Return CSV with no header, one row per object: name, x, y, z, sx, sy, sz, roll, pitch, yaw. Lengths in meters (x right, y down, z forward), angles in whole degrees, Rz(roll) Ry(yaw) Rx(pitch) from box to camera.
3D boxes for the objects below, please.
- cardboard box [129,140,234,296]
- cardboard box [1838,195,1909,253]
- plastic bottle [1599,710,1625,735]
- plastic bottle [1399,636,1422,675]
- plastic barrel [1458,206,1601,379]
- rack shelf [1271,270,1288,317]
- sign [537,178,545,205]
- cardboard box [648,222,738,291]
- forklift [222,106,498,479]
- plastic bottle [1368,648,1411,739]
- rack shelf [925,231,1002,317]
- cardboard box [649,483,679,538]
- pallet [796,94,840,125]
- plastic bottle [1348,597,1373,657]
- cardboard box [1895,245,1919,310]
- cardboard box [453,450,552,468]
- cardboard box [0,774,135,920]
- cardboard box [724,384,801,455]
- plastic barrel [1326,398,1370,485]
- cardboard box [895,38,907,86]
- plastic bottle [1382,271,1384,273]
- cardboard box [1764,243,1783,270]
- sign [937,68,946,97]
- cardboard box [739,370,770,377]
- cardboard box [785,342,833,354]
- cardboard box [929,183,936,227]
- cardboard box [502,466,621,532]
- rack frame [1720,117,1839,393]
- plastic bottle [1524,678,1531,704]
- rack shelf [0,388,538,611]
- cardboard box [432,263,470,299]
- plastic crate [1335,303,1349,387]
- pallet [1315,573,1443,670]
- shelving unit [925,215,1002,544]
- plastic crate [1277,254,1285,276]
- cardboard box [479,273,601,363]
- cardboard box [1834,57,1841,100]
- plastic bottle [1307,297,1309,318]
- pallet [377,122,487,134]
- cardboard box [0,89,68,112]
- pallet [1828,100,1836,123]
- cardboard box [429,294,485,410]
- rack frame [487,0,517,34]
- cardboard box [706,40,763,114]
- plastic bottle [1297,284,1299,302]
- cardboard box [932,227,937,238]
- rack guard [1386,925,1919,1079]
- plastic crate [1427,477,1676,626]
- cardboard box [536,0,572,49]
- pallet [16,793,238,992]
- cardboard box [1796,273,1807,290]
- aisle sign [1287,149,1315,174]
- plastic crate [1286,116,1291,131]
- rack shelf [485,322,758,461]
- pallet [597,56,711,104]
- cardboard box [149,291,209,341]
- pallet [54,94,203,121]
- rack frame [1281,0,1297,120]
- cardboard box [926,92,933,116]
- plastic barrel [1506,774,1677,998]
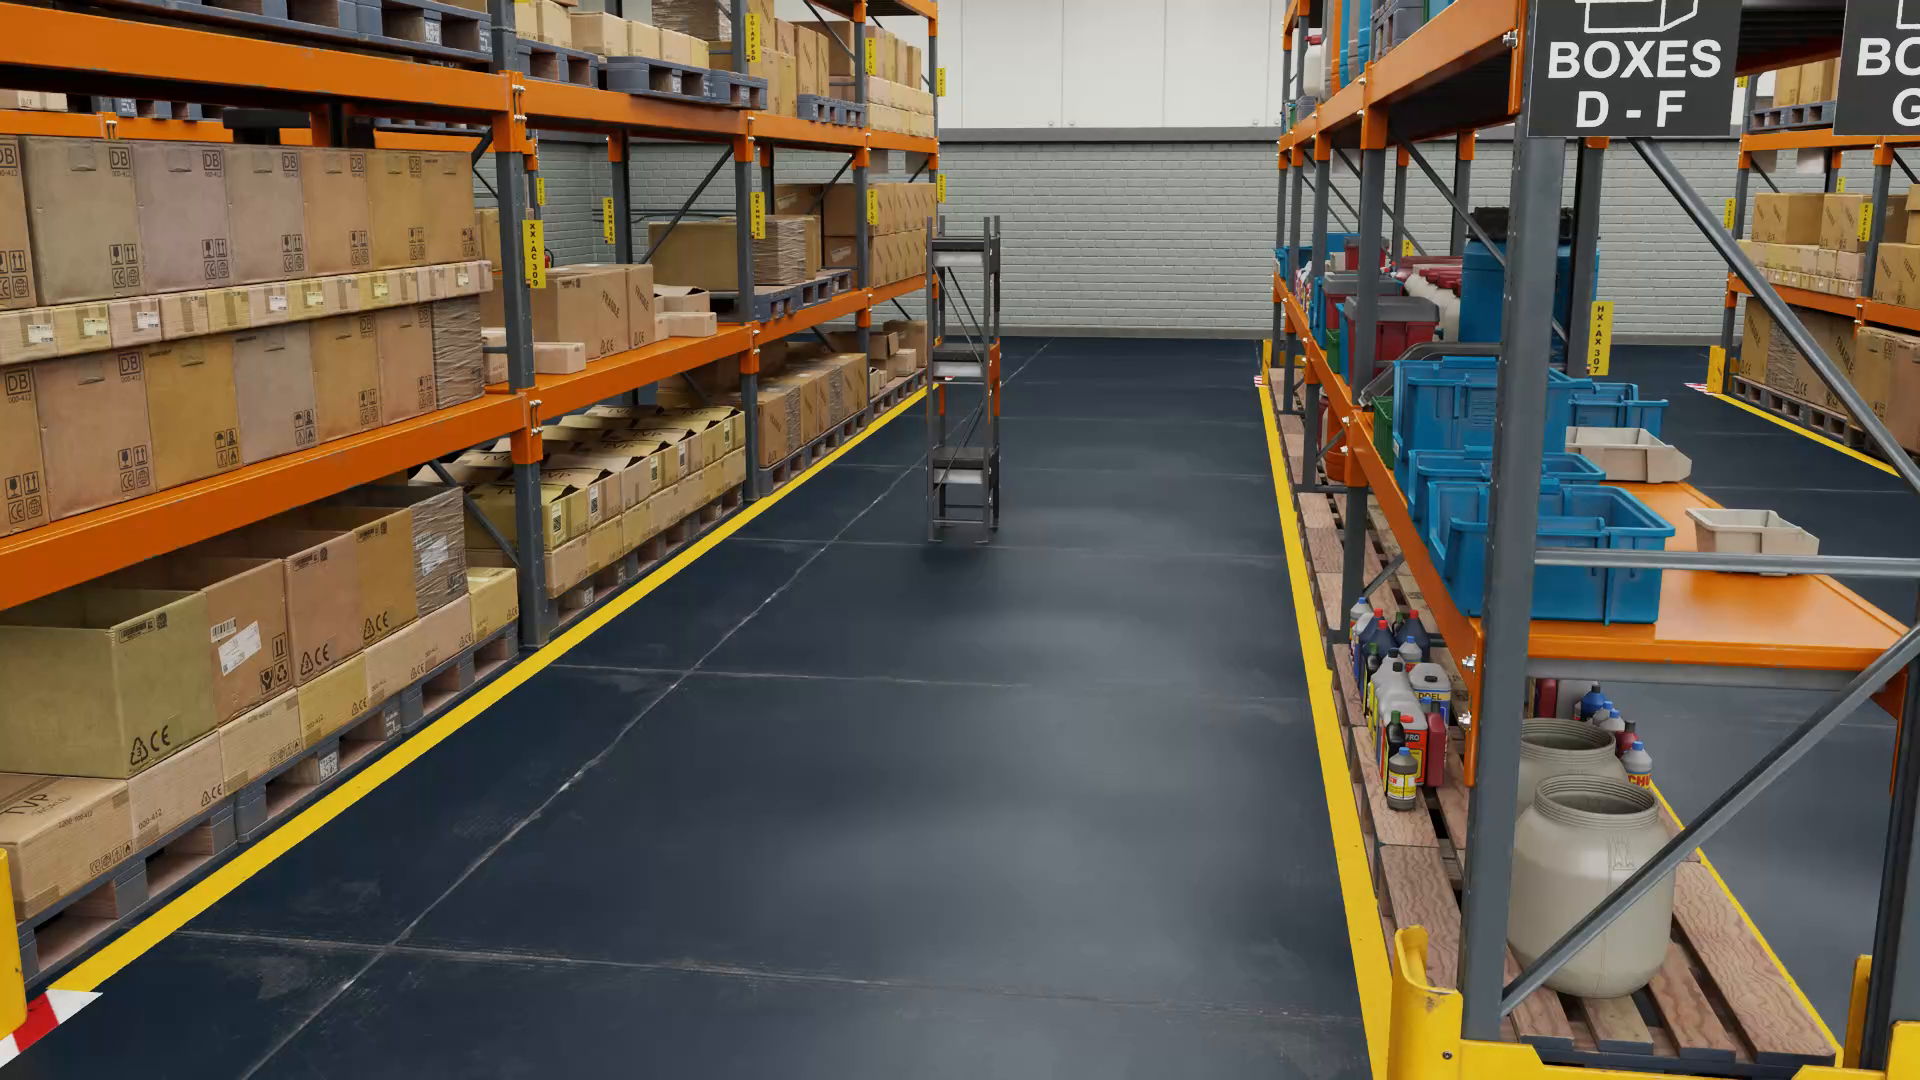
cardboard box,-2.980,-1.111,5.714,0.700,0.500,0.500,2,12,9
cardboard box,8.216,-2.825,14.853,0.500,0.500,0.500,2,12,10
plastic bottle,2.309,0.735,5.893,0.097,0.271,0.097,0,12,0
plastic bottle,1.848,0.530,6.846,0.097,0.271,0.097,0,12,0
plastic barrel,2.643,-1.093,7.755,0.600,0.901,0.708,2,12,9
rack shelf,3.823,-2.507,17.215,1.077,0.370,4.000,2,12,9
sign,-5.125,-4.258,20.319,0.100,0.325,0.005,2,12,9
cardboard box,-2.008,-2.160,12.663,0.700,0.500,0.500,-2,12,-10
forklift,-4.357,-1.722,12.026,1.130,2.935,3.031,2,12,10
plastic bottle,1.656,0.585,6.403,0.144,0.351,0.185,2,12,8
rack shelf,0.025,-1.732,10.787,0.431,0.518,0.480,2,12,9
cardboard box,-2.066,-0.196,10.312,0.500,0.250,0.500,2,12,10
pallet,-1.705,-3.629,14.038,1.213,0.211,1.003,2,12,9
plastic bottle,1.803,0.393,7.479,0.097,0.271,0.097,0,12,0
cardboard box,8.015,-2.139,13.560,0.500,0.500,0.500,2,12,9
cardboard box,-2.677,-0.380,9.834,0.500,0.311,0.500,2,12,8
cardboard box,-2.922,0.929,5.095,0.500,0.250,0.500,2,12,9
cardboard box,-1.567,-0.959,13.212,0.500,0.500,0.500,1,12,7
plastic barrel,2.958,-0.857,12.003,0.600,0.830,0.708,2,12,9
cardboard box,-0.958,-5.124,17.920,0.700,0.500,0.500,2,12,9
plastic bottle,3.718,-2.213,14.438,0.152,0.276,0.135,2,12,9
cardboard box,8.529,-2.883,16.900,0.500,0.250,0.500,1,12,7
sign,-0.218,-5.314,19.308,0.100,0.325,0.005,2,12,9
cardboard box,-1.928,-1.184,14.256,0.500,0.500,0.500,1,12,7
cardboard box,-1.571,-1.725,16.766,0.500,0.500,0.500,2,12,9
cardboard box,-0.560,-3.873,19.232,0.500,0.500,0.500,2,12,8
cardboard box,-2.217,-0.256,9.259,0.500,0.311,0.500,2,12,8
rack frame,9.024,-3.115,18.327,1.000,3.000,0.127,2,12,9
plastic bottle,2.291,0.523,6.868,0.152,0.276,0.135,2,12,9
rack shelf,-2.917,-0.171,6.372,1.077,0.370,4.000,2,12,9
cardboard box,-2.479,-1.190,7.616,0.380,0.149,0.250,2,12,7
plastic crate,2.147,-1.009,8.594,0.392,0.384,0.575,2,12,9
pallet,2.367,0.421,8.538,1.003,0.211,1.213,2,12,9
shelving unit,0.025,-1.061,10.932,0.431,2.100,0.503,2,12,9
plastic crate,3.564,-2.908,17.622,0.416,0.233,0.300,2,12,9
cardboard box,-2.394,-1.256,9.466,0.500,0.500,0.500,3,12,13
cardboard box,8.557,-4.328,15.365,0.700,0.500,0.500,3,12,12
plastic bottle,2.687,-1.784,12.621,0.097,0.201,0.097,0,12,0
pallet,-5.948,-4.610,18.354,1.003,0.211,1.213,2,12,9
cardboard box,-6.733,-3.205,11.789,0.500,0.311,0.500,2,12,9
pallet,8.545,-3.875,14.945,1.003,0.211,1.213,2,12,9
cardboard box,-2.671,-0.895,7.788,0.700,0.500,0.500,2,12,7
rack frame,-2.609,-3.871,7.596,1.000,3.000,0.127,2,12,9
cardboard box,-1.960,-3.378,12.192,0.910,0.500,0.500,2,12,9
plastic bottle,2.951,-2.142,14.283,0.097,0.201,0.097,0,12,0
cardboard box,-0.564,-3.383,19.336,0.500,0.500,0.500,2,12,10
rack guard,1.635,1.260,3.960,1.175,0.500,0.348,2,12,9
plastic crate,1.451,0.014,4.161,0.499,0.251,0.616,2,12,9
cardboard box,-2.423,-2.779,9.009,0.500,0.250,0.500,1,12,3
pallet,-3.148,1.097,5.404,1.003,0.211,1.213,2,12,9
cardboard box,8.330,-2.501,16.075,0.380,0.149,0.250,2,12,8
aisle sign,3.848,-4.571,18.912,0.394,0.787,0.004,2,12,9
plastic crate,3.335,-4.057,16.205,0.293,0.136,0.466,2,12,9
rack shelf,-2.302,-1.003,10.236,1.077,0.370,4.000,2,12,9
pallet,-2.179,-2.768,10.046,1.003,0.211,1.213,2,12,11
cardboard box,-2.794,-0.762,5.630,0.380,0.149,0.250,1,12,7
pallet,-6.843,-3.441,13.167,1.213,0.211,1.003,2,12,11
rack frame,4.130,-6.208,18.439,1.000,3.000,0.127,2,12,9
cardboard box,-0.591,-4.959,18.932,0.500,0.250,0.500,2,12,9
plastic barrel,1.695,0.927,4.482,0.421,0.512,0.421,0,12,0
